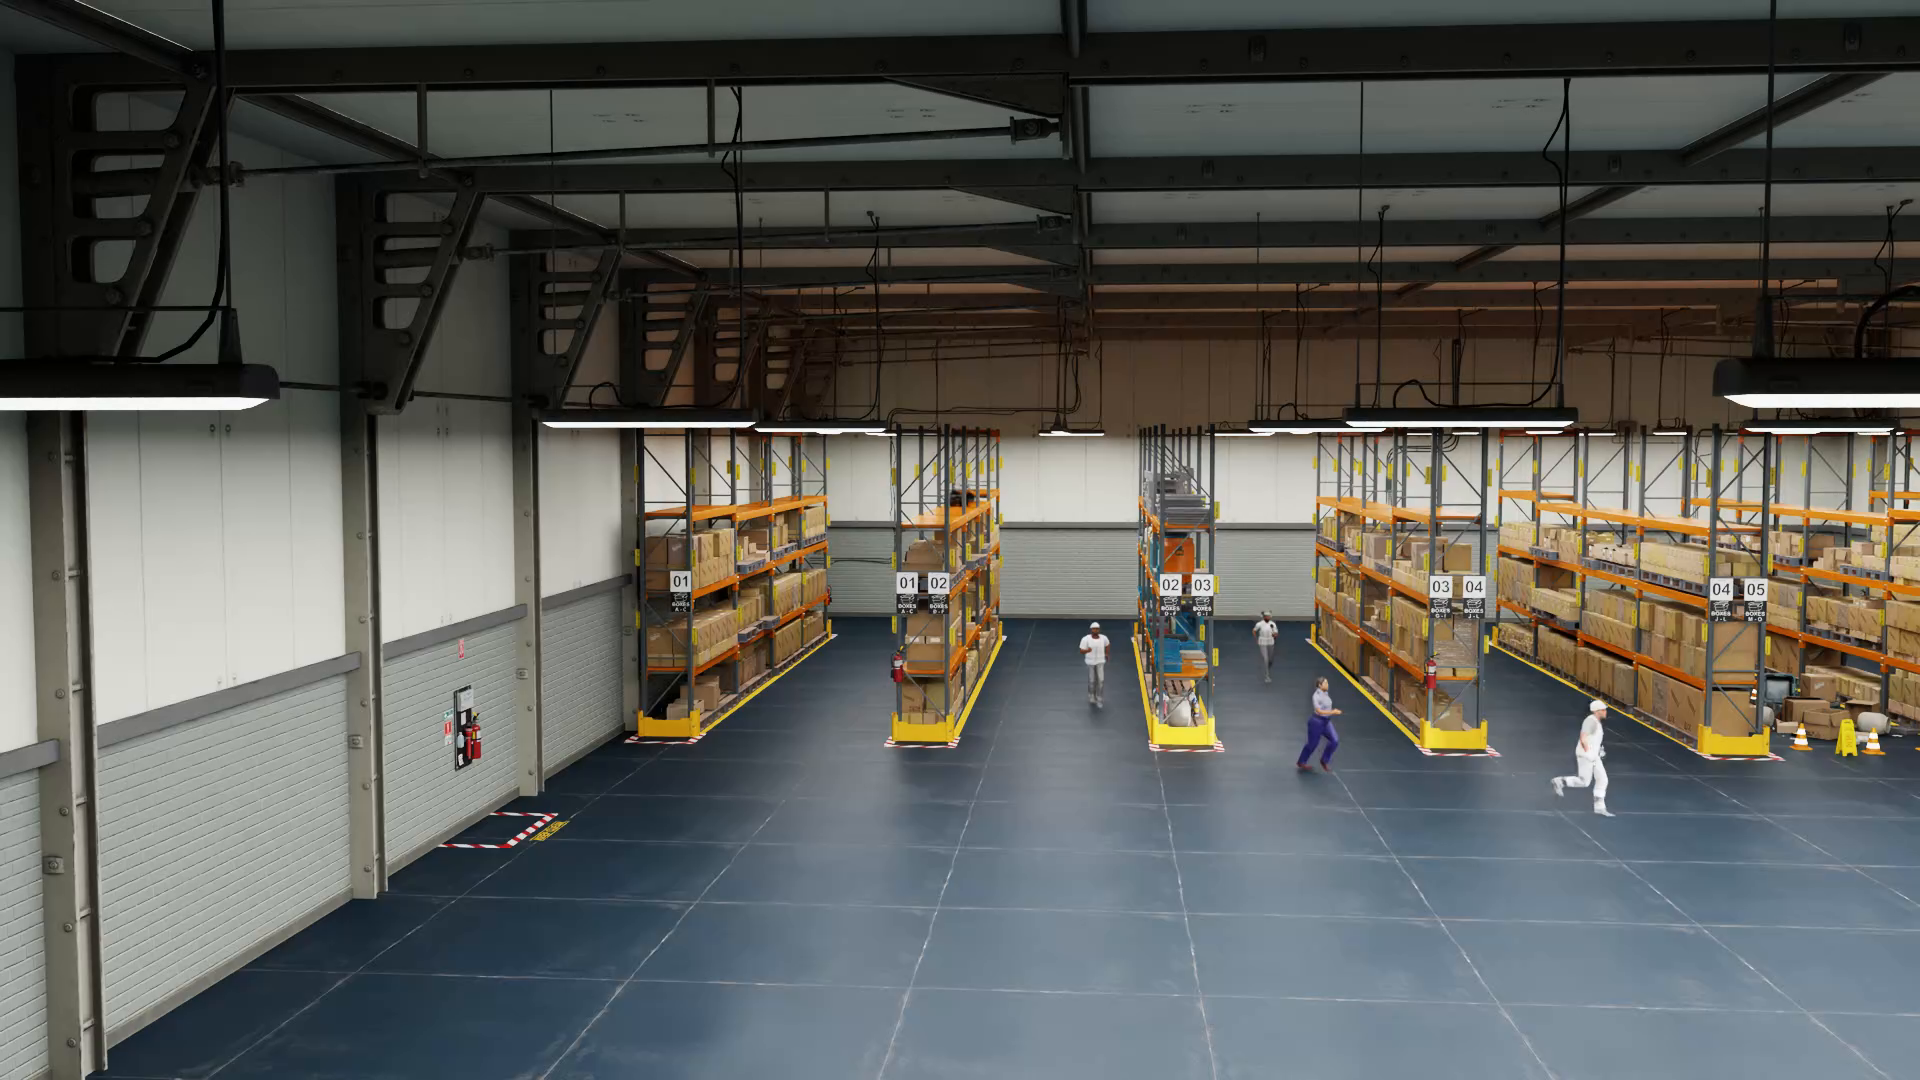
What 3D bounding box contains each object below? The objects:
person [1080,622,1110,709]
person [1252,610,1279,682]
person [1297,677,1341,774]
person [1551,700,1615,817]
[{"bbox_3d":[2.892,2.668,35.580,0.677,1.823,0.738,0,3,-1],"label":"person"},{"bbox_3d":[7.233,2.477,39.270,0.584,1.675,0.899,0,3,-7],"label":"person"},{"bbox_3d":[6.171,3.177,28.471,0.793,1.685,0.571,3,4,36],"label":"person"},{"bbox_3d":[9.556,3.318,25.457,0.950,1.767,0.664,3,4,36],"label":"person"}]
